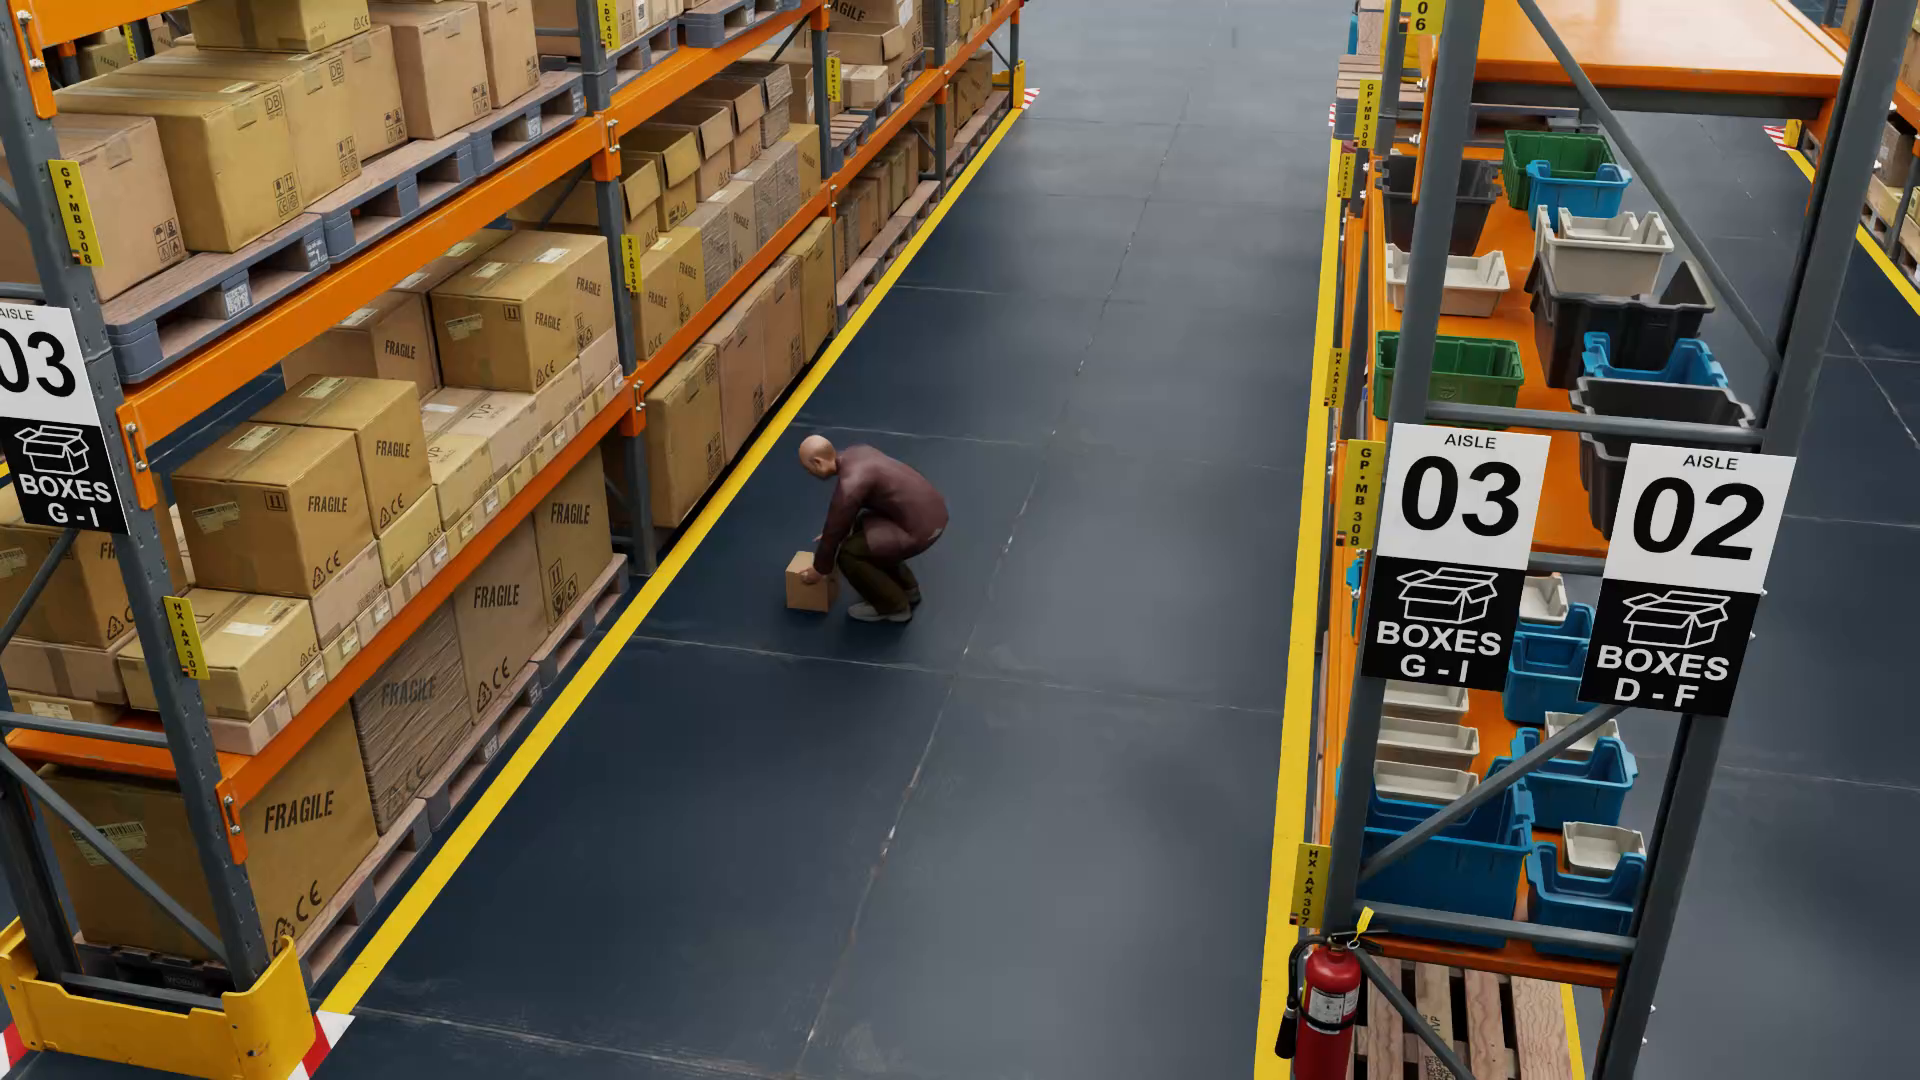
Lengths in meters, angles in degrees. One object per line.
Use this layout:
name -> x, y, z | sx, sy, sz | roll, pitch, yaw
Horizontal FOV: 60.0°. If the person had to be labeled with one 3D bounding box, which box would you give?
person -> -0.494, -0.072, 9.507 | 0.860, 1.081, 0.615 | 6, 29, 11
